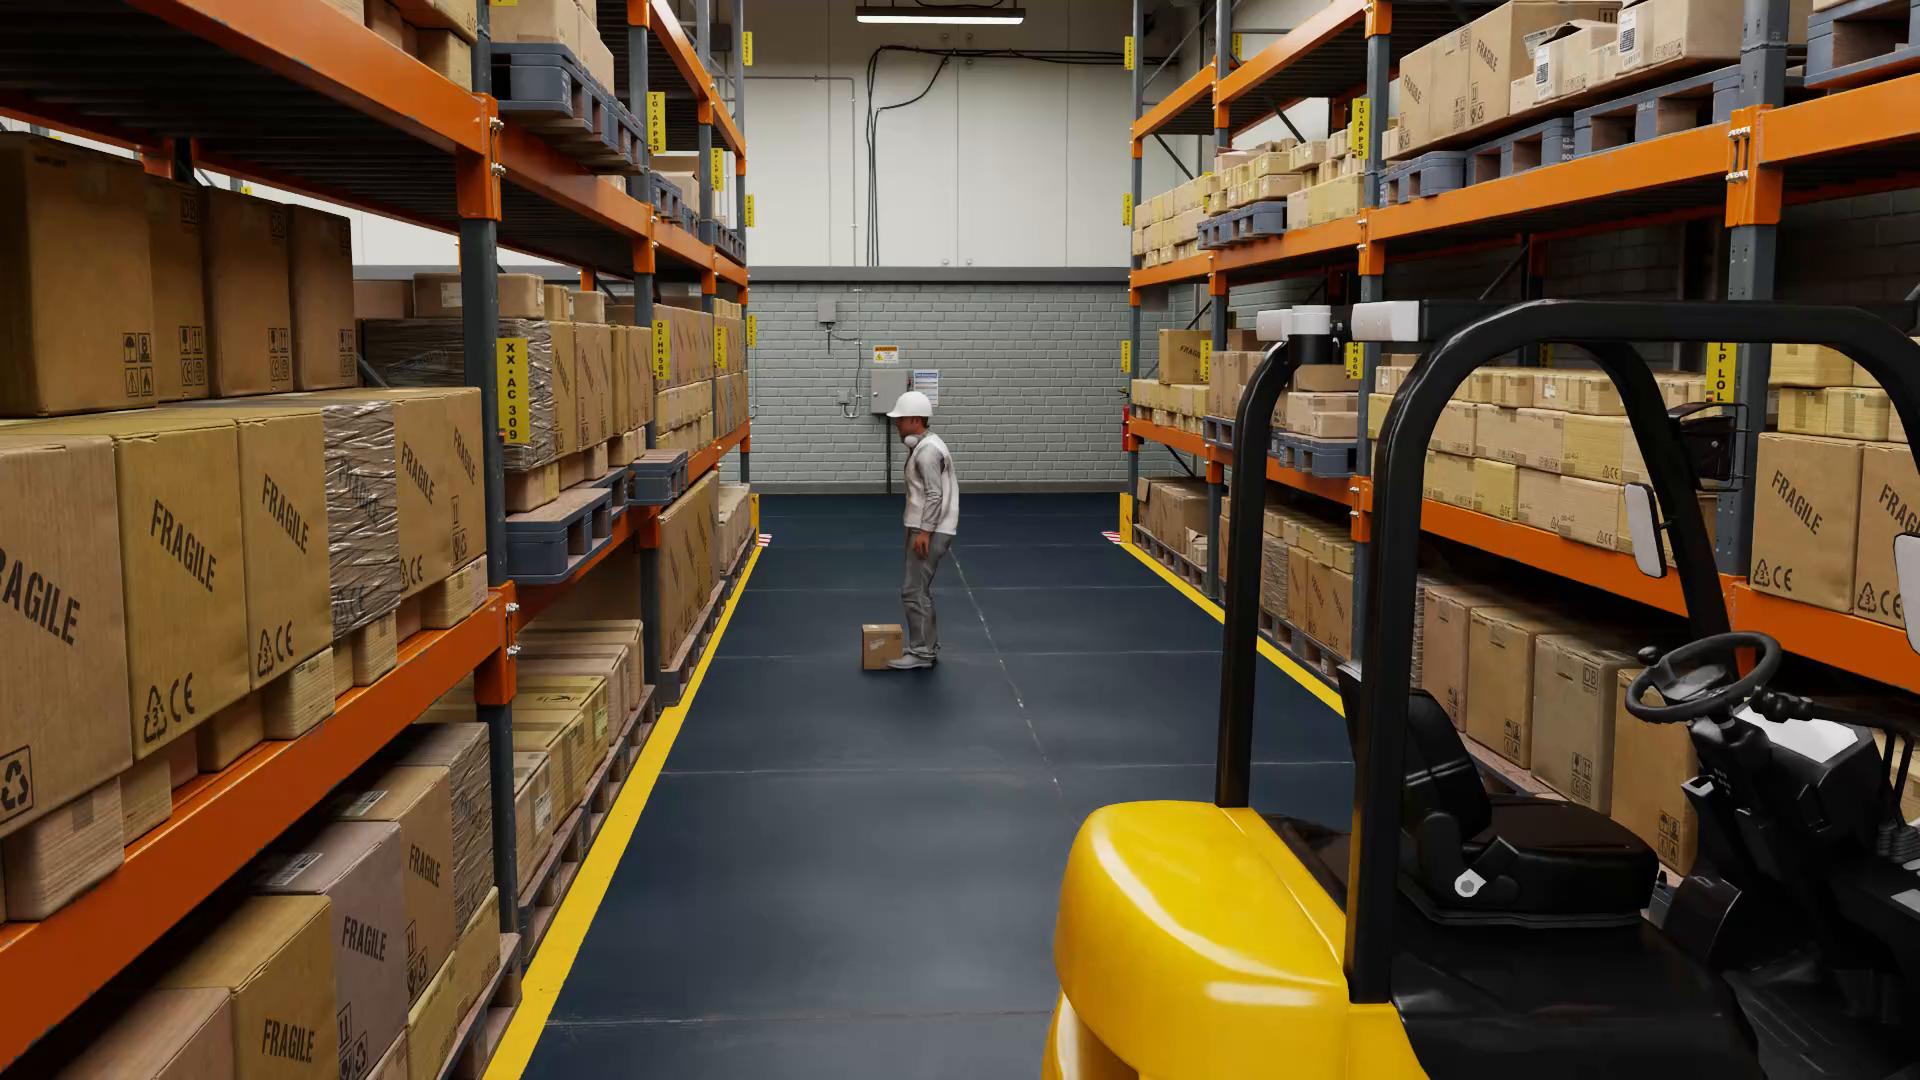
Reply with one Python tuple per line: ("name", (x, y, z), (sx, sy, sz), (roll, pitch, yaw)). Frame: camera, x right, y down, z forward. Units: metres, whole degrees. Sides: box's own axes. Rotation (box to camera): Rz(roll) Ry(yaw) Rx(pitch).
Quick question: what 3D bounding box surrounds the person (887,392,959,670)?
("person", (-0.247, -0.066, 10.689), (0.476, 1.770, 0.587), (-1, 7, -7))
